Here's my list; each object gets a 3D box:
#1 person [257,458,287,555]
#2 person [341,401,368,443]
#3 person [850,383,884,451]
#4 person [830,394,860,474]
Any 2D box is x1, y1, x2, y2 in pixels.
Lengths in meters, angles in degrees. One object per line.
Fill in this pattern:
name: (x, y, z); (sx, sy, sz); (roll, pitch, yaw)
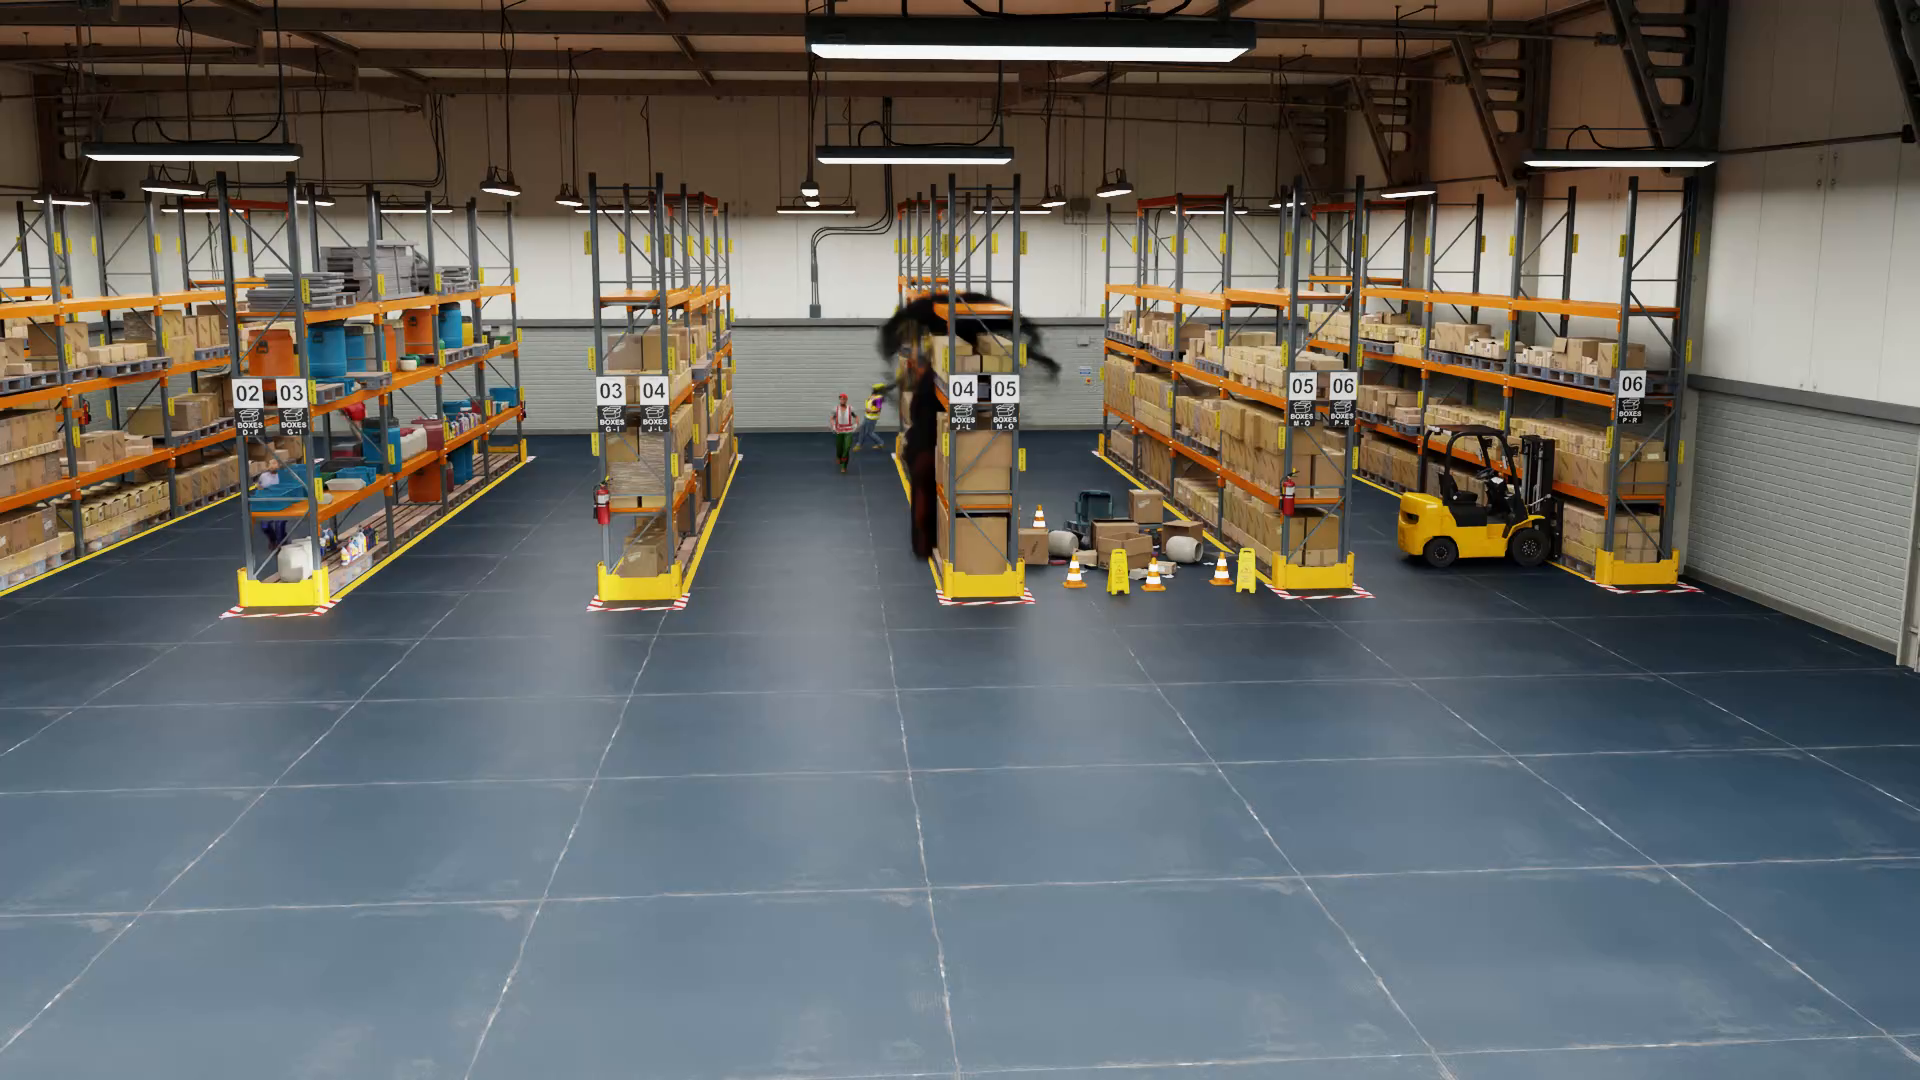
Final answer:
person: (-11.184, -0.543, 27.150); (0.581, 1.602, 0.536); (-2, 10, -10)
person: (-14.342, -2.738, 39.525); (0.591, 1.641, 0.737); (9, 13, 40)
person: (-2.232, -2.993, 40.723); (0.821, 1.692, 0.792); (-3, 10, -17)
person: (-2.584, -2.404, 37.314); (0.661, 1.773, 0.798); (0, 10, 1)
